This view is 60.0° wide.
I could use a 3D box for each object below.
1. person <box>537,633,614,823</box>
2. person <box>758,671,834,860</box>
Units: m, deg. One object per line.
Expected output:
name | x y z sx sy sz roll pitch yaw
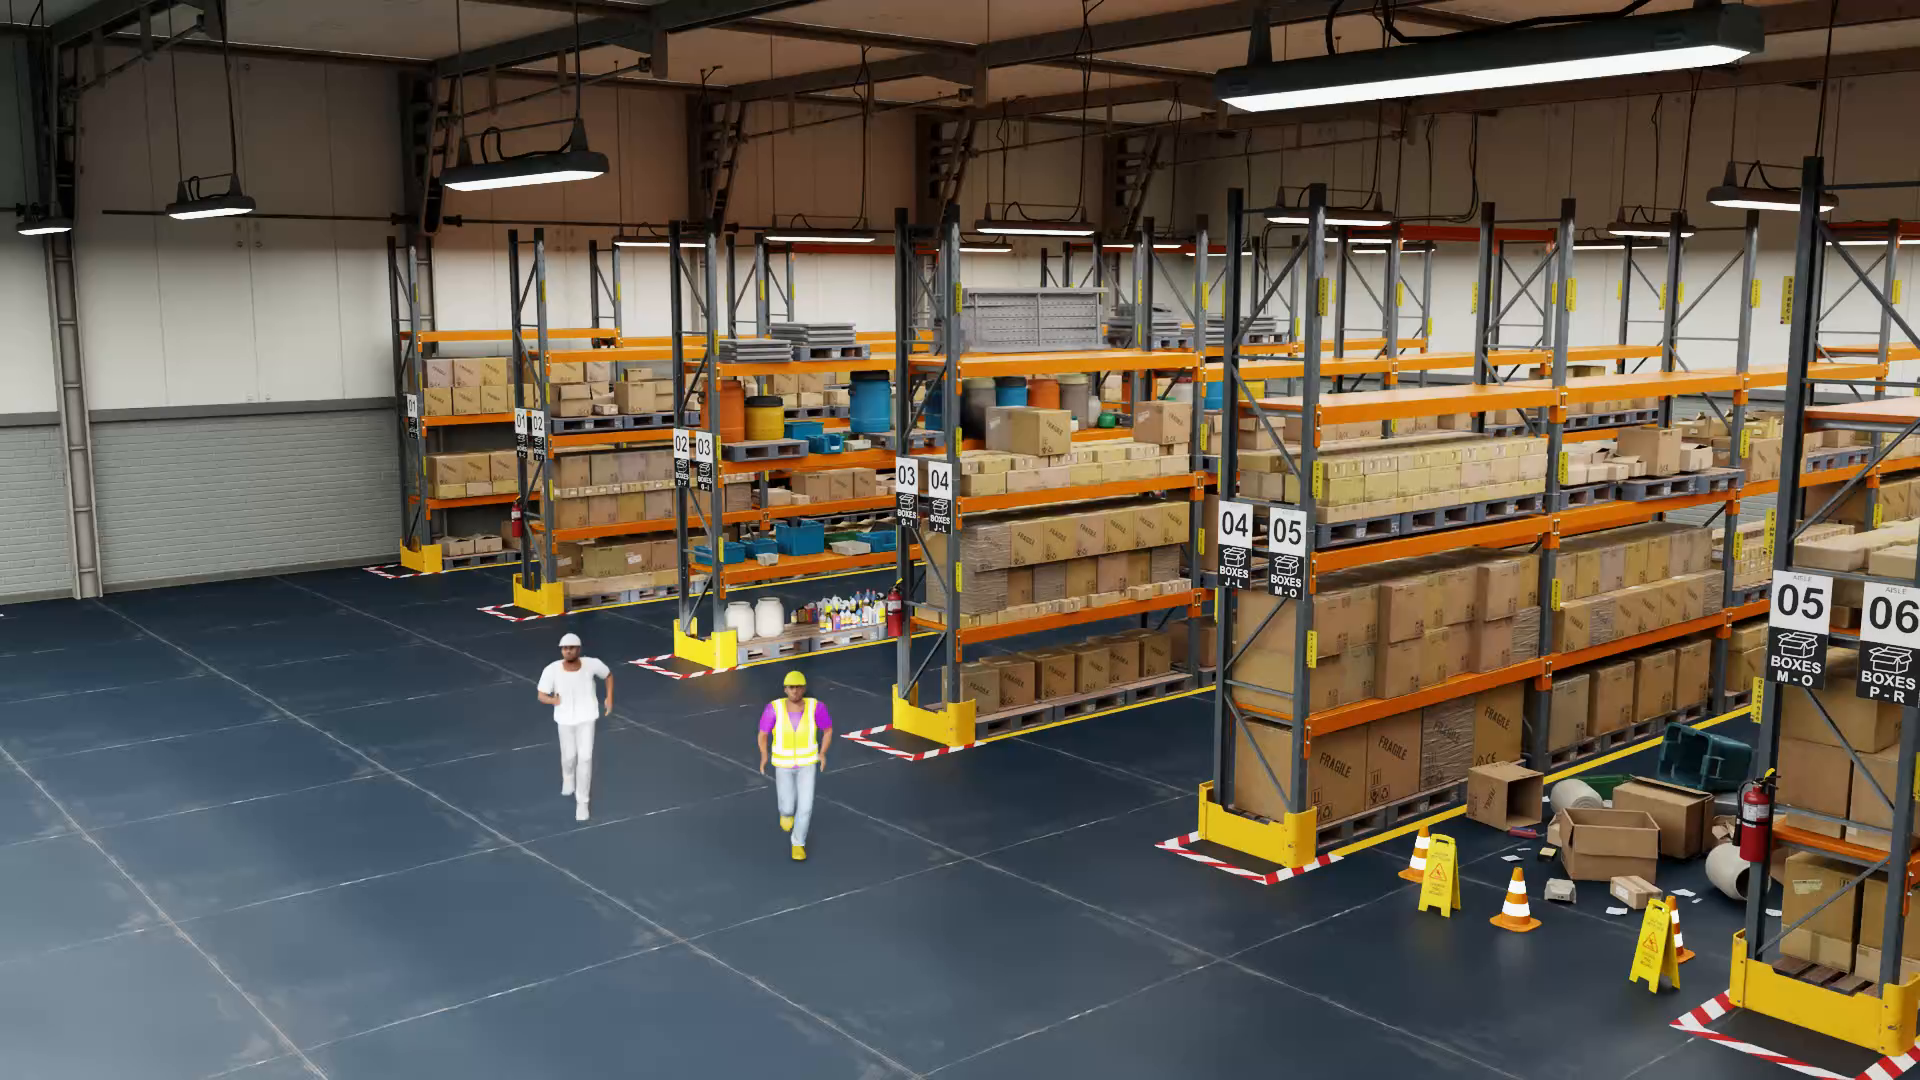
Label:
person | -3.780 1.788 16.404 0.711 1.806 0.940 -1 9 -6
person | -1.494 2.007 15.183 0.687 1.716 0.652 -1 9 -7
